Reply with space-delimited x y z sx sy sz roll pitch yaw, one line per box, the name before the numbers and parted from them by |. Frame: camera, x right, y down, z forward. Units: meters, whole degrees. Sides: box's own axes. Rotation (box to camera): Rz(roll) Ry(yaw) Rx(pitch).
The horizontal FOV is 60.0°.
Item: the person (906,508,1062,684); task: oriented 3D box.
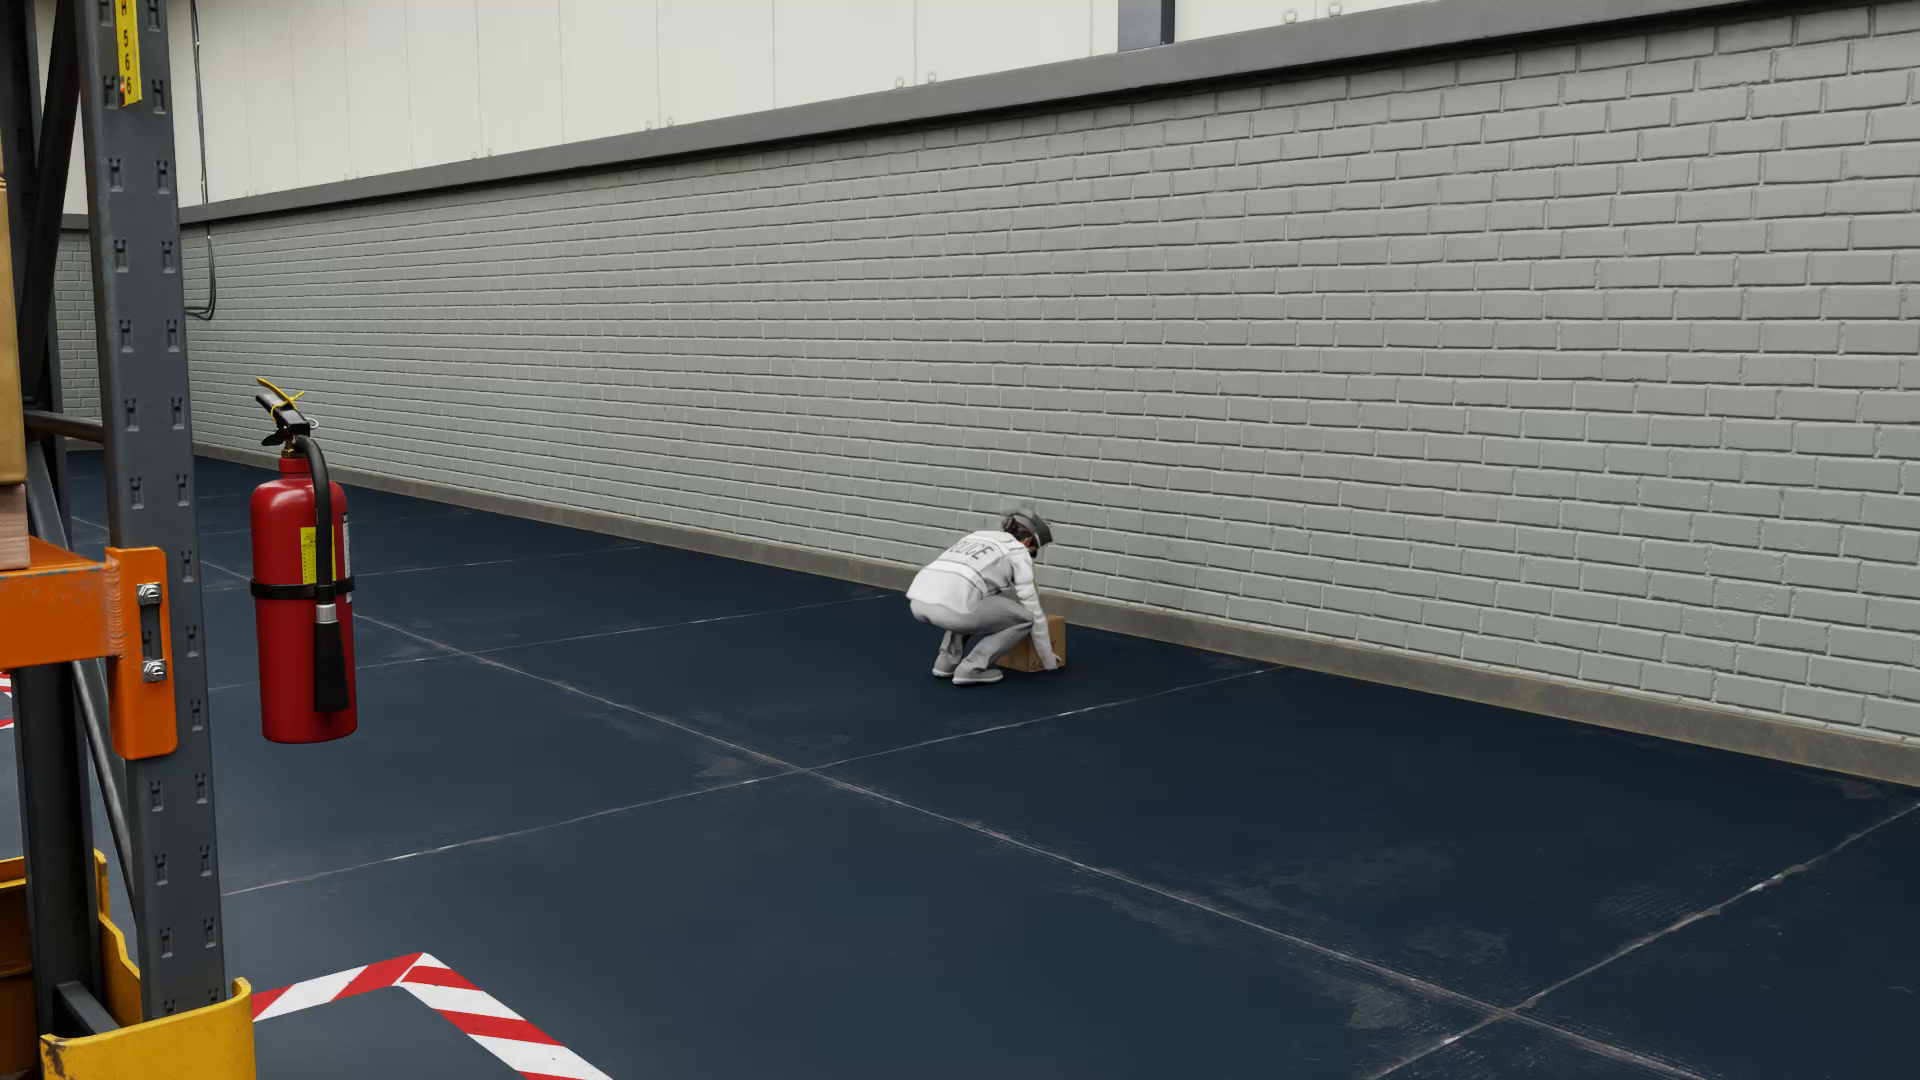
person | 0.129 0.288 8.100 0.874 0.849 0.473 -7 10 -41
